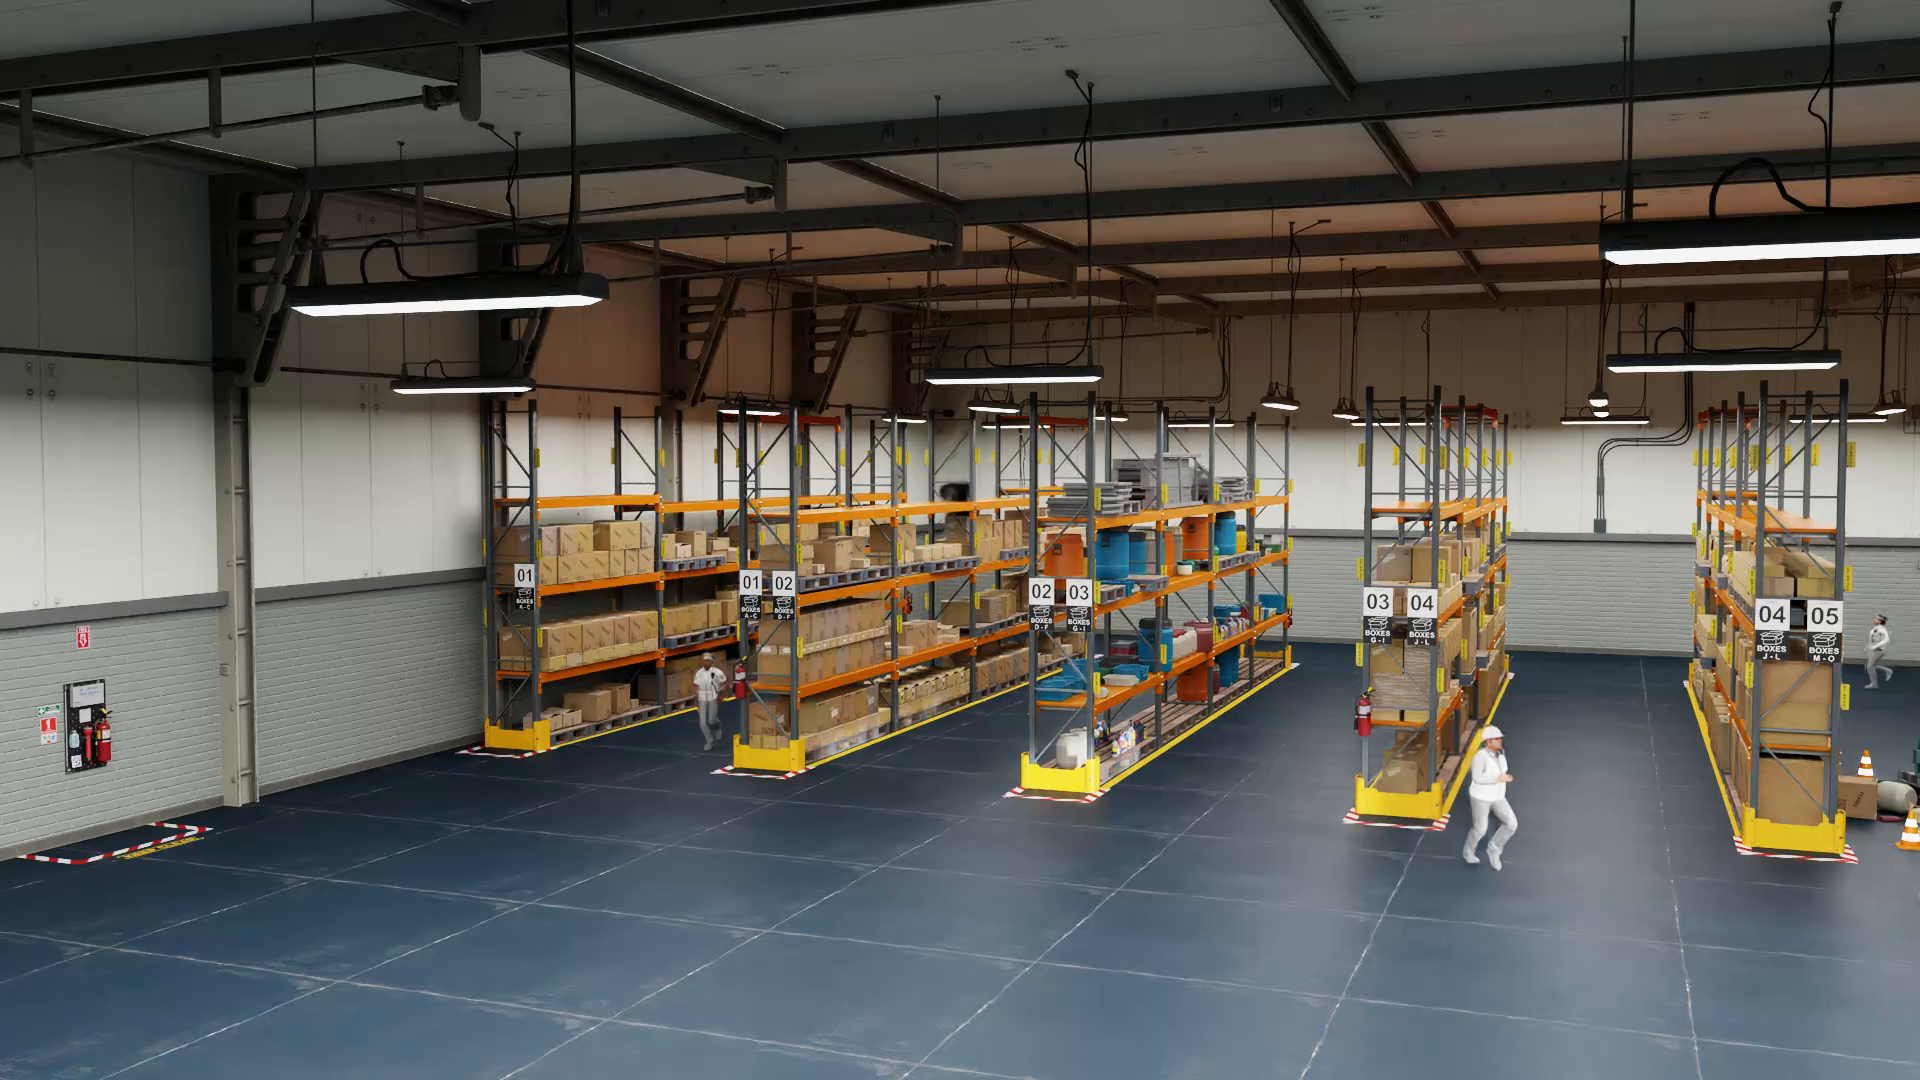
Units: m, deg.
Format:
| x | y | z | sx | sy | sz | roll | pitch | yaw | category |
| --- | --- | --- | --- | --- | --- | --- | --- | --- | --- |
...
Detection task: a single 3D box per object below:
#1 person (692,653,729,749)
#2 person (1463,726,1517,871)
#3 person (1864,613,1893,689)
| x | y | z | sx | sy | sz | roll | pitch | yaw | category |
| --- | --- | --- | --- | --- | --- | --- | --- | --- | --- |
| -4.326 | 2.765 | 28.663 | 0.630 | 1.666 | 0.539 | 0 | 3 | 8 | person |
| 6.415 | 3.121 | 20.150 | 0.682 | 1.761 | 0.806 | -2 | 3 | -30 | person |
| 19.972 | 2.404 | 36.092 | 0.586 | 1.659 | 0.617 | 1 | 3 | 12 | person |
